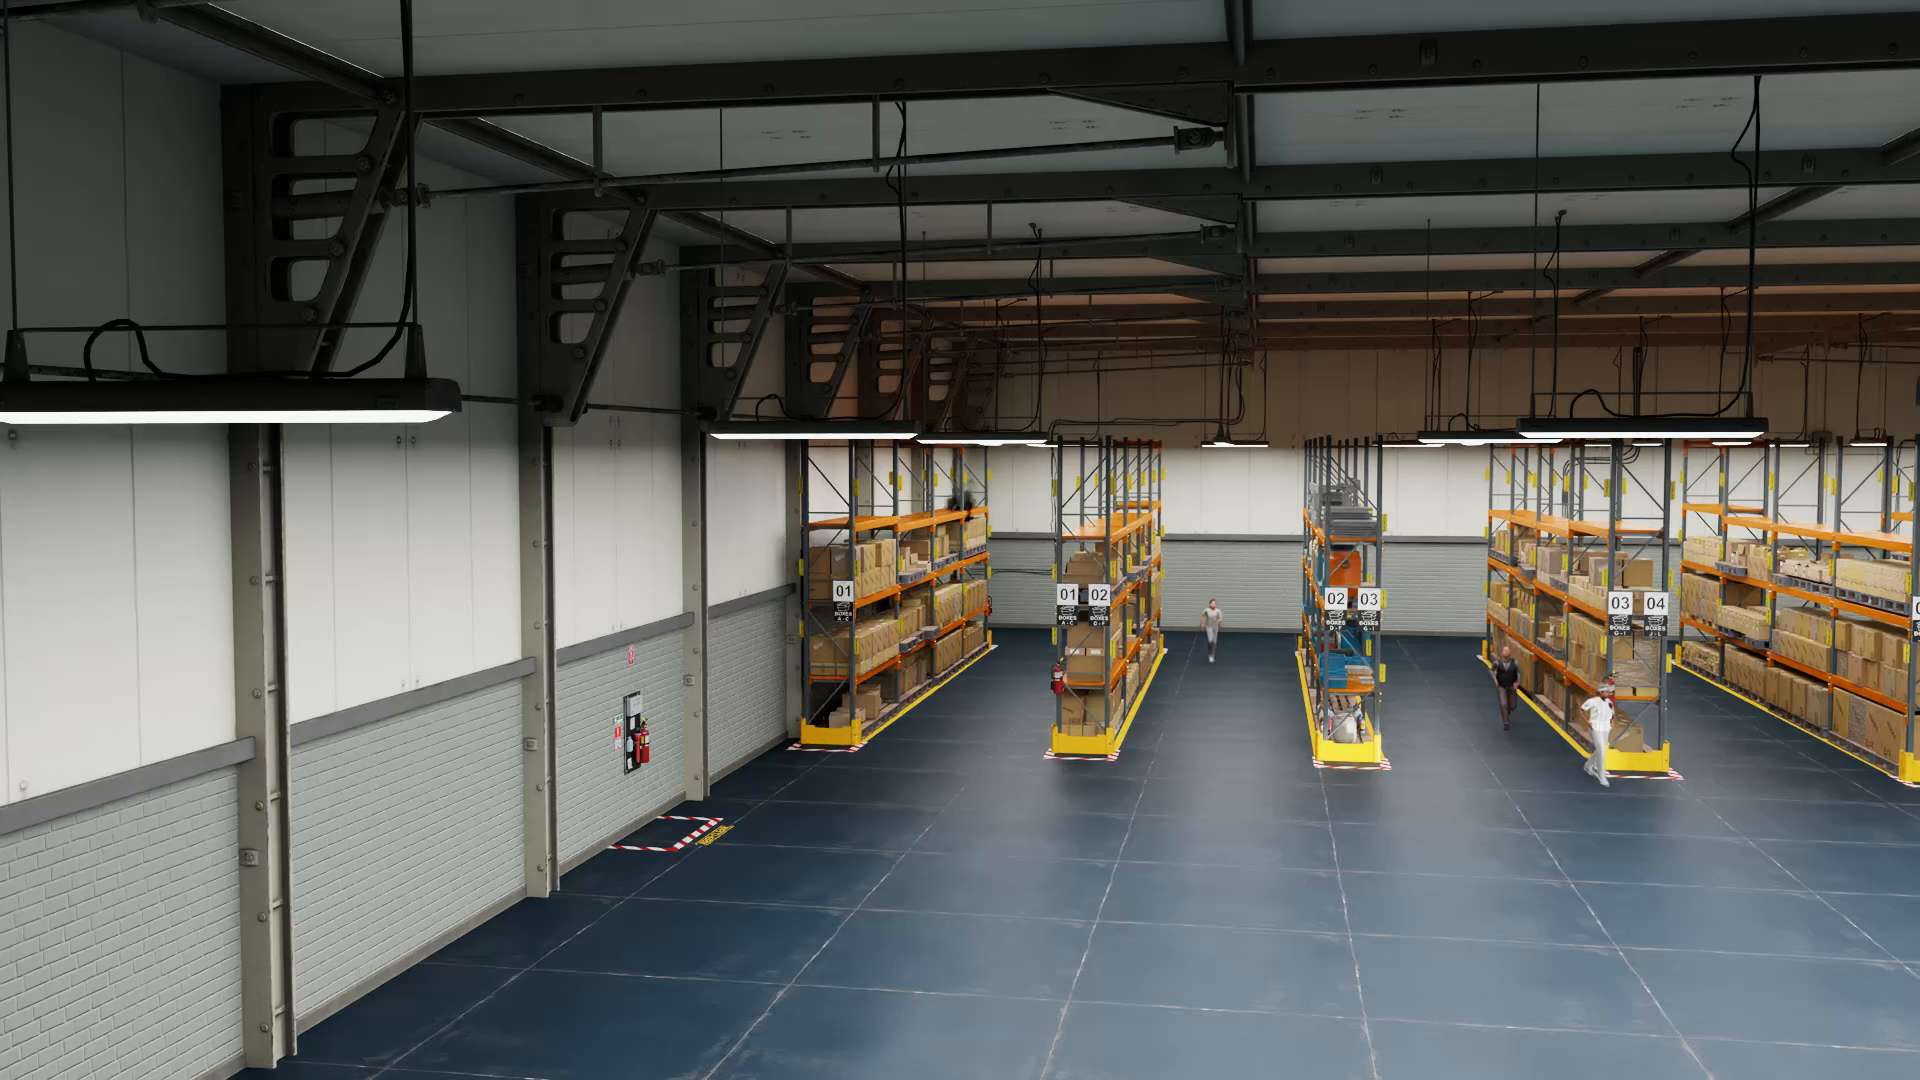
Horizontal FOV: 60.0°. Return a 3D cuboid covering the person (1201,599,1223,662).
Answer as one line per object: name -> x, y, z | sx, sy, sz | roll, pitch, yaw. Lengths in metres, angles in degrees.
person -> 6.836, 2.453, 45.097 | 0.529, 1.715, 0.816 | 0, 3, -4

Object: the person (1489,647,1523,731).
person -> 11.262, 3.048, 34.306 | 0.656, 1.698, 0.872 | 0, 3, 9

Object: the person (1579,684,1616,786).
person -> 11.090, 3.329, 28.771 | 0.579, 1.717, 0.841 | -1, 3, -21
